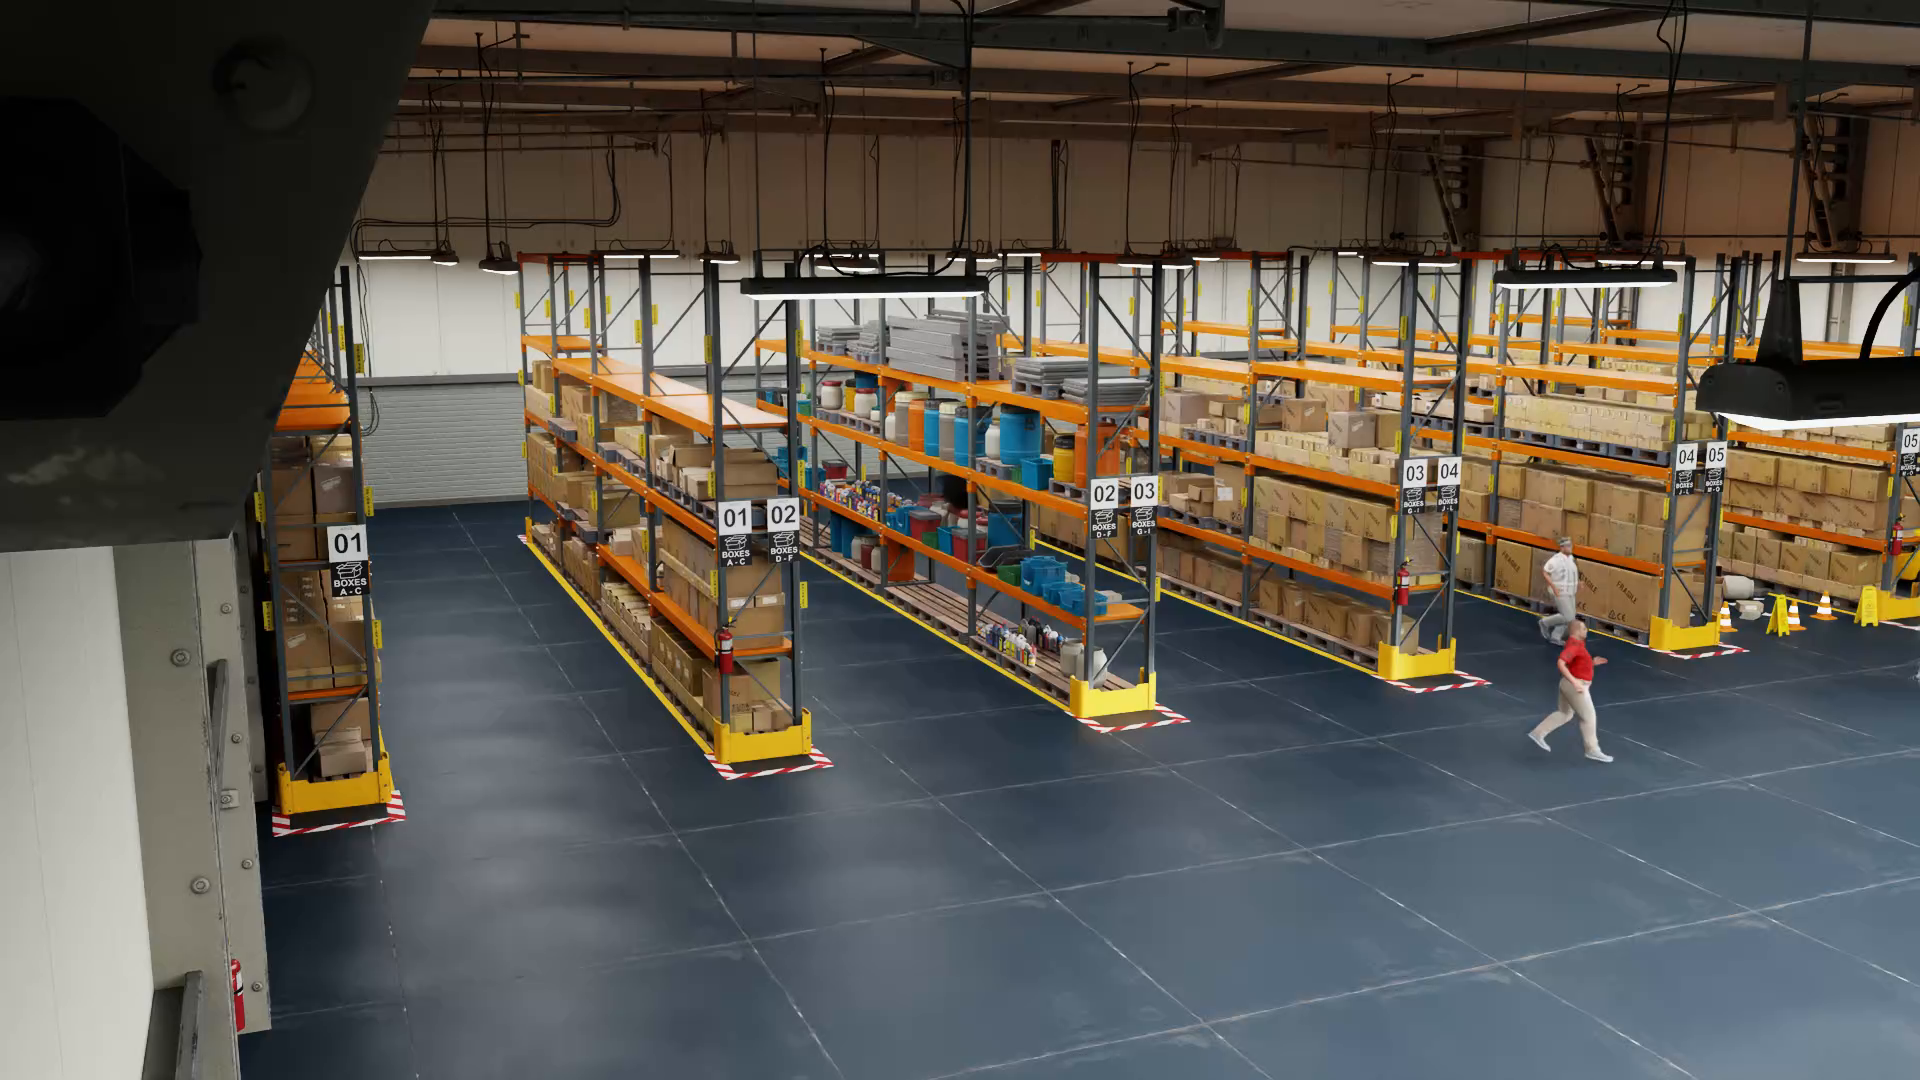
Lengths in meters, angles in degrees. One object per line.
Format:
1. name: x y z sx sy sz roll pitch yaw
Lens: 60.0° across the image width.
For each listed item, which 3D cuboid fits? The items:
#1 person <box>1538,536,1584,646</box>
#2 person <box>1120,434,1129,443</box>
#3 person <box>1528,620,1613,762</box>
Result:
1. person: 9.398 0.792 25.912 0.649 1.734 0.590 -9 14 -40
2. person: 3.954 -1.921 40.988 0.693 1.676 0.643 -9 14 -42
3. person: 7.467 1.815 20.211 0.986 1.719 0.662 2 11 9
